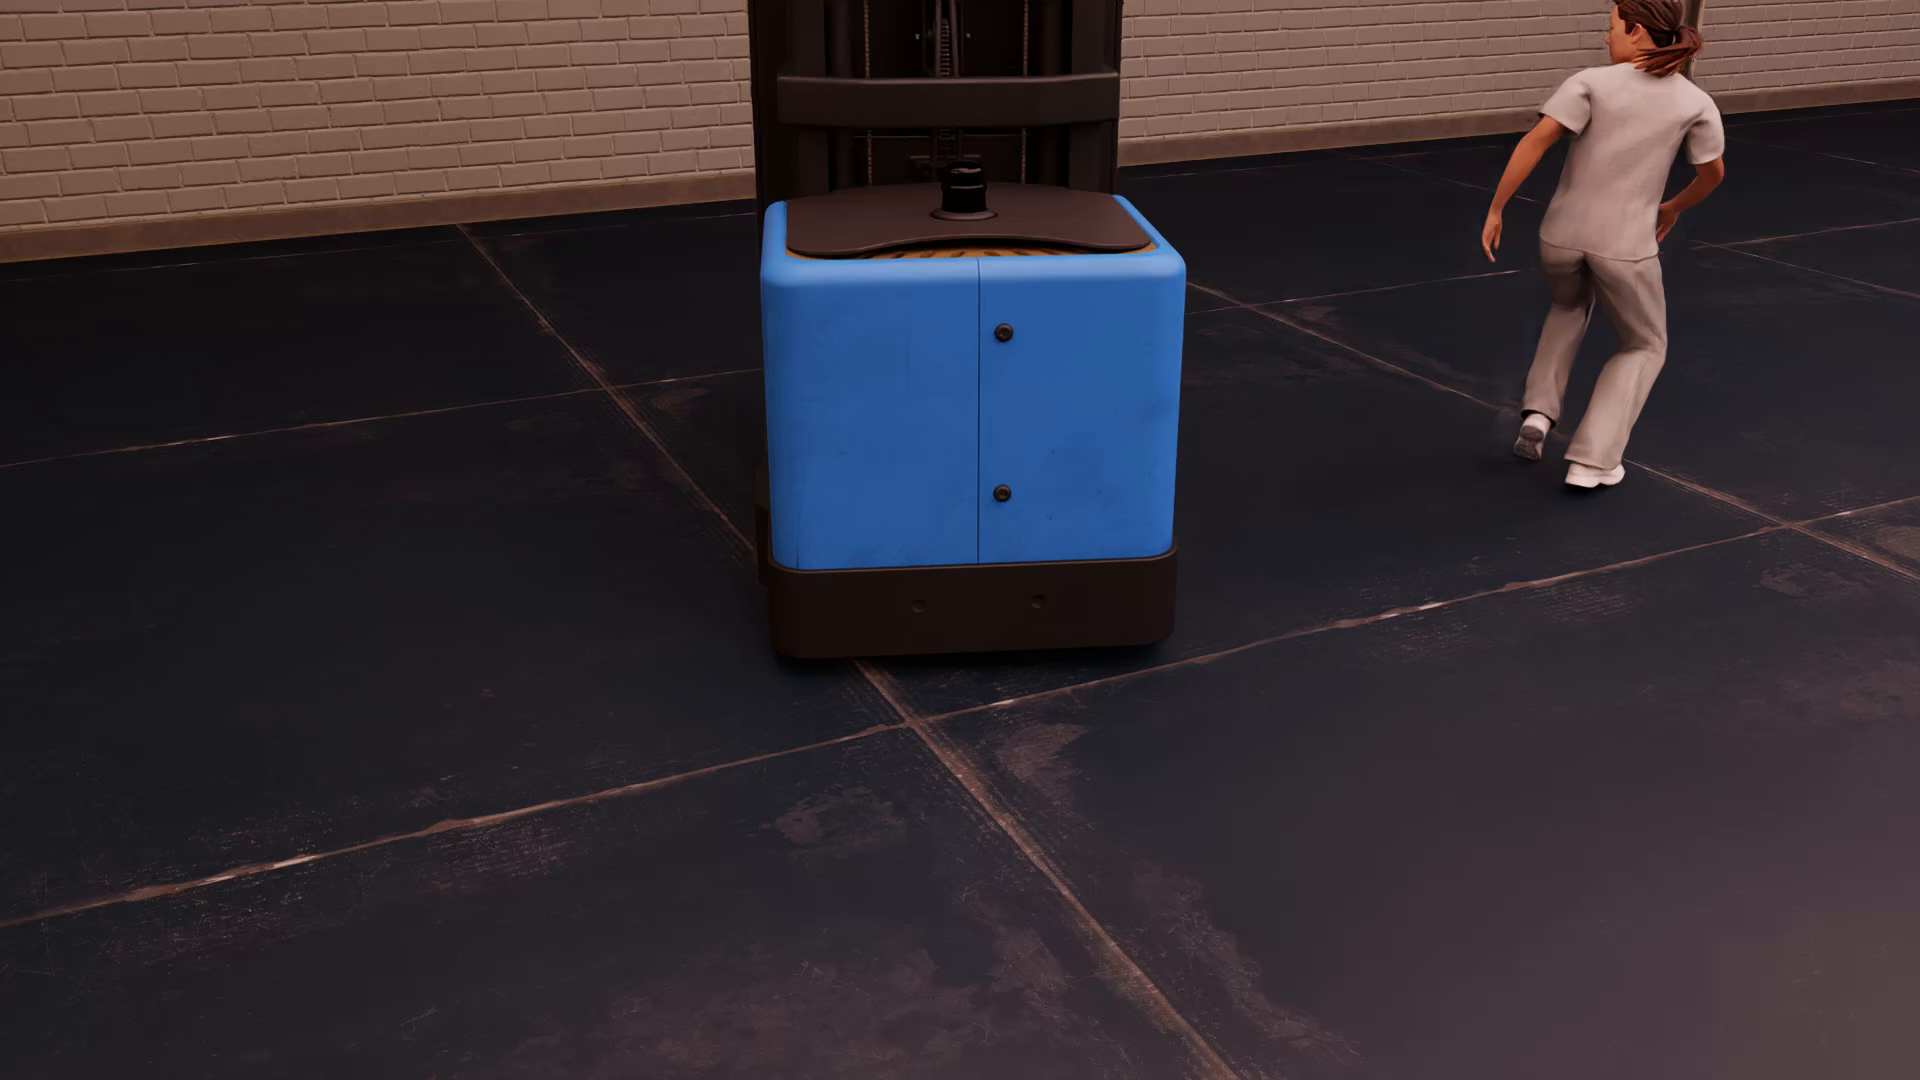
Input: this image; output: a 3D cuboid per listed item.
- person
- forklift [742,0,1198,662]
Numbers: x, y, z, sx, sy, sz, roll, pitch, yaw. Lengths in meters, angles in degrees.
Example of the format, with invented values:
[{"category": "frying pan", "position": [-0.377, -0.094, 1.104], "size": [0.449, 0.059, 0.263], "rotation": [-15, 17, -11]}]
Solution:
[{"category": "person", "position": [2.129, -0.935, 5.331], "size": [0.529, 1.668, 0.715], "rotation": [16, 28, 34]}, {"category": "forklift", "position": [-0.122, -1.578, 5.085], "size": [1.130, 2.935, 3.031], "rotation": [-3, 23, -7]}]
